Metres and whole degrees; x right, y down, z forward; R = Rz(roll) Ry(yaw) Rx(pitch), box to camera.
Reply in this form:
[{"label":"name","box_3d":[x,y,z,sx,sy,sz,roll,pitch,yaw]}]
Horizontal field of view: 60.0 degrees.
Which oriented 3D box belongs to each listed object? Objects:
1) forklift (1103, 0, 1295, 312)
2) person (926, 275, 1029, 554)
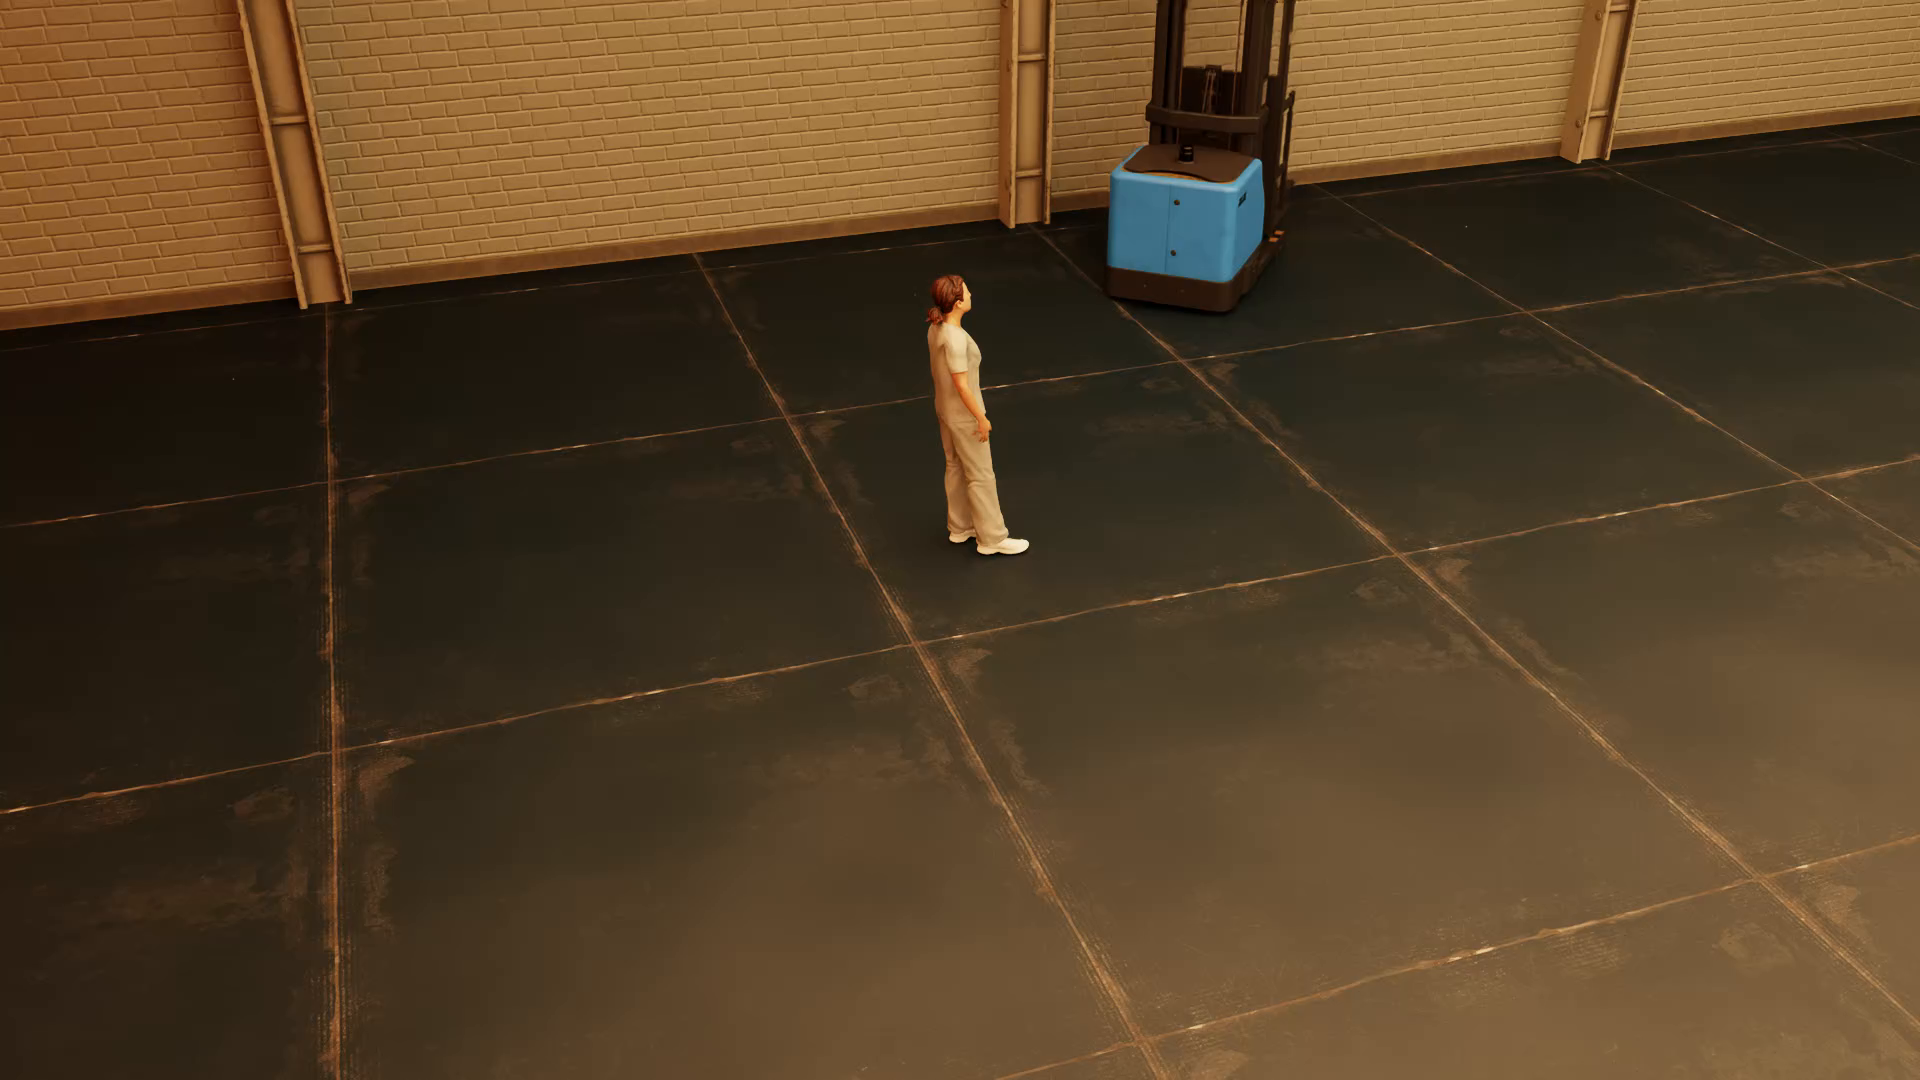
[{"label":"forklift","box_3d":[2.188,-3.767,13.633,1.130,2.935,3.031,12,32,20]},{"label":"person","box_3d":[0.074,-0.738,9.613,0.549,1.675,0.549,-10,31,-16]}]
